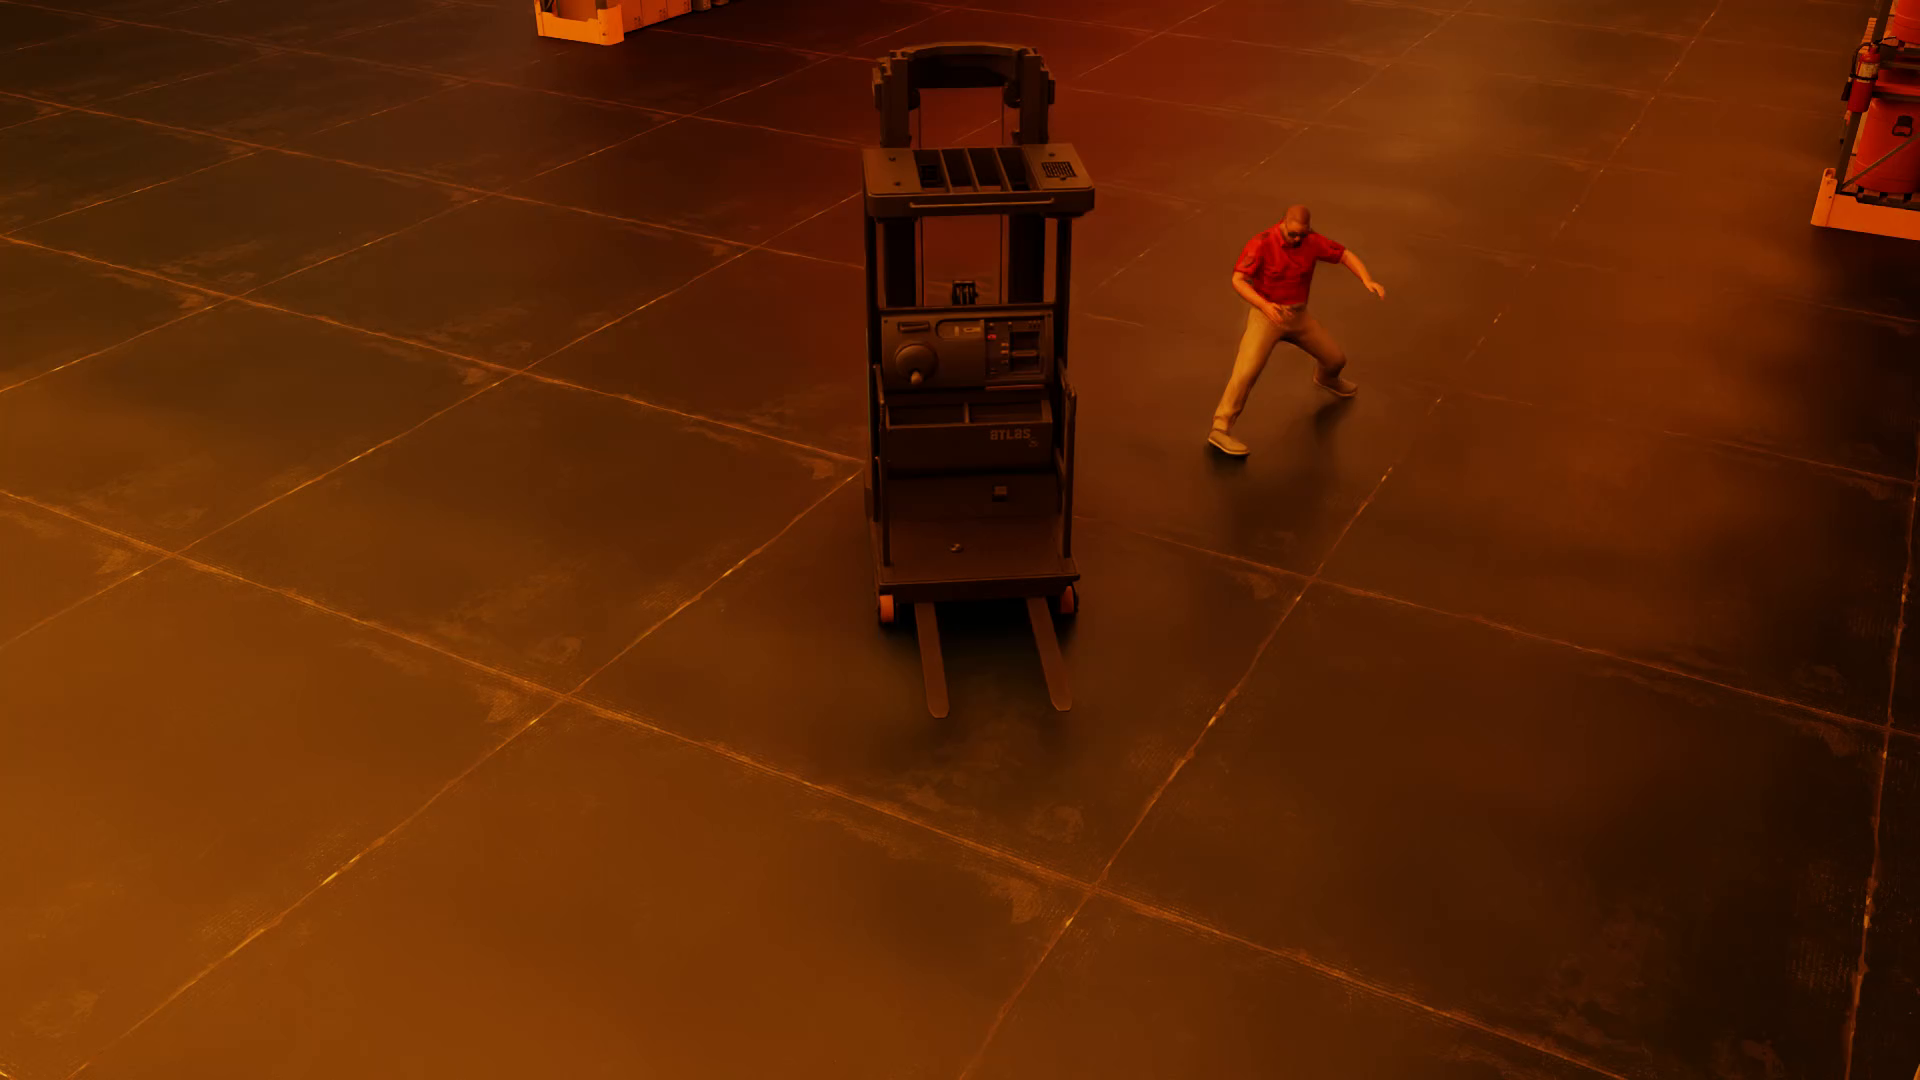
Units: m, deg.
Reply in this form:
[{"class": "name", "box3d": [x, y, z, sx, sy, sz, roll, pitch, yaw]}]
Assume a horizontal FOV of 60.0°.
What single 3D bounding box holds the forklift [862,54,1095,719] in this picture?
[{"class": "forklift", "box3d": [0.078, -0.918, 8.725, 1.101, 2.867, 2.884, -3, 30, -5]}]
